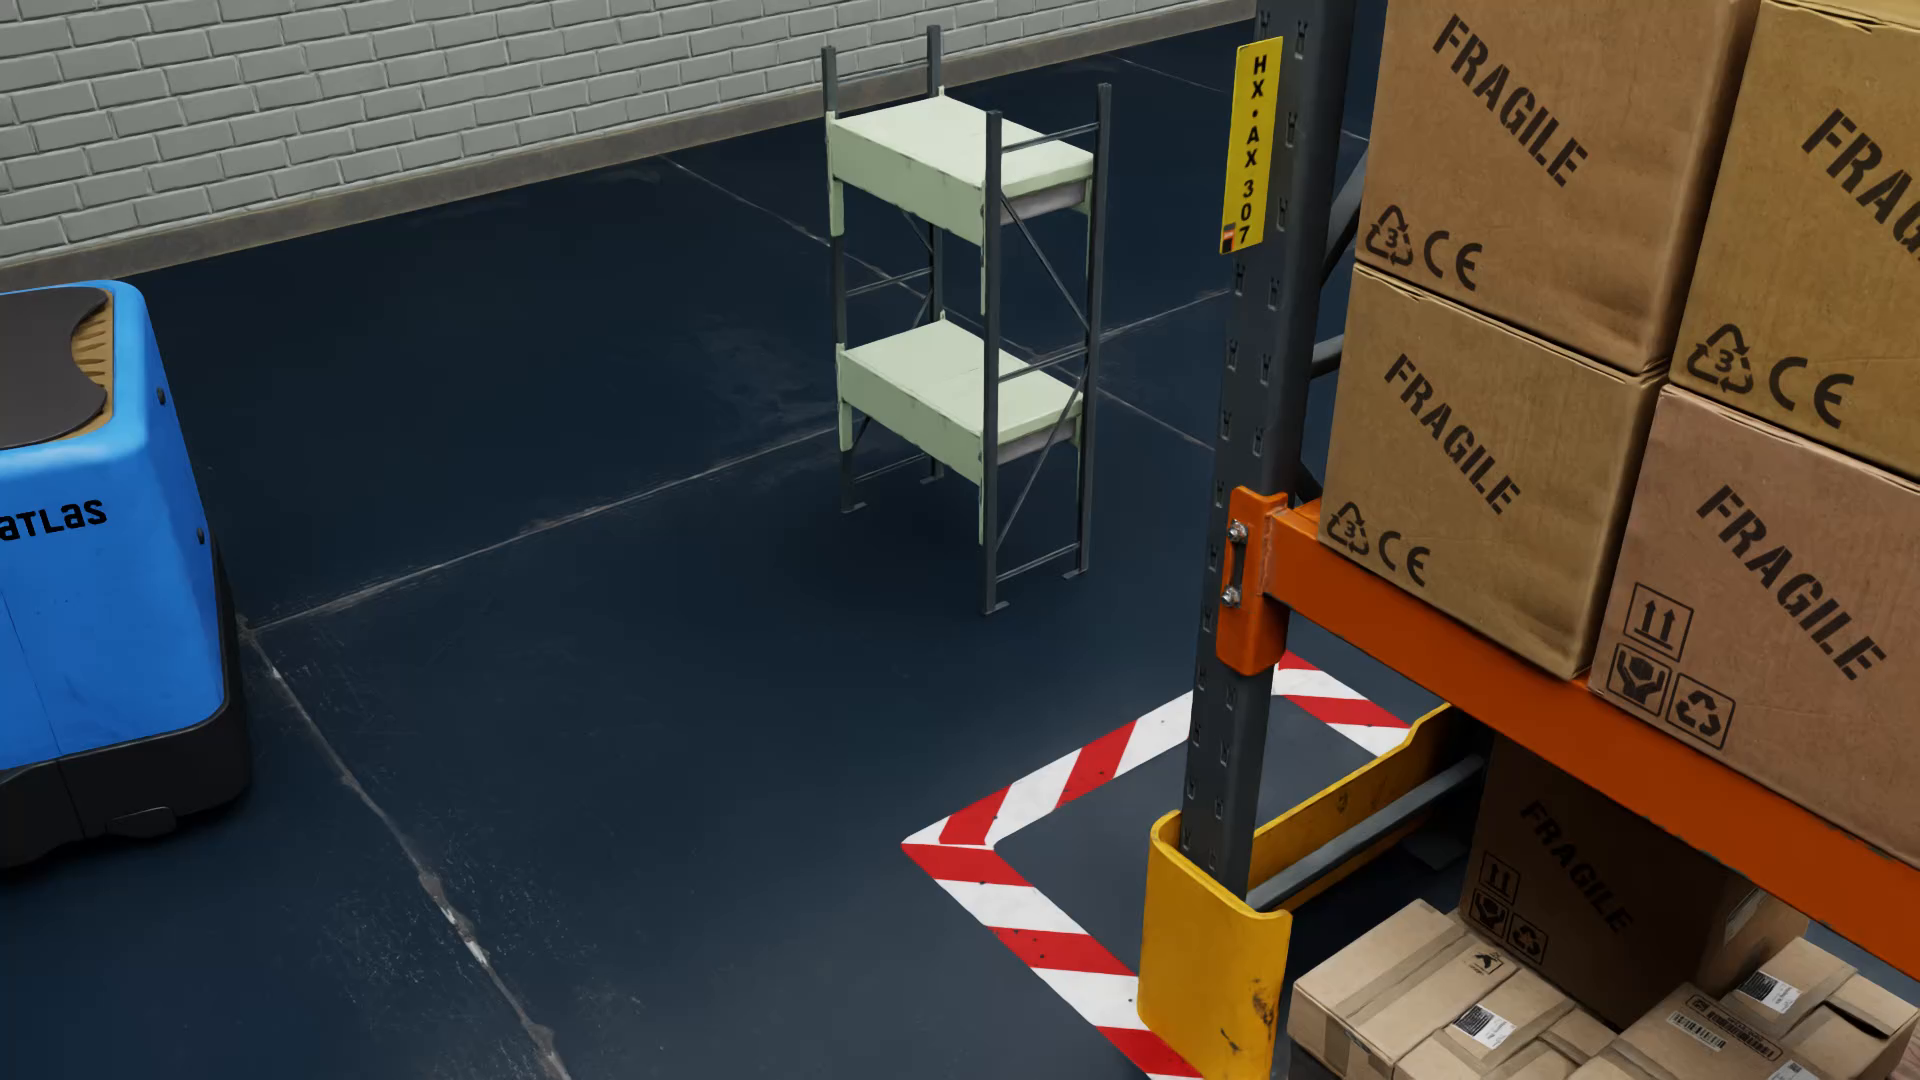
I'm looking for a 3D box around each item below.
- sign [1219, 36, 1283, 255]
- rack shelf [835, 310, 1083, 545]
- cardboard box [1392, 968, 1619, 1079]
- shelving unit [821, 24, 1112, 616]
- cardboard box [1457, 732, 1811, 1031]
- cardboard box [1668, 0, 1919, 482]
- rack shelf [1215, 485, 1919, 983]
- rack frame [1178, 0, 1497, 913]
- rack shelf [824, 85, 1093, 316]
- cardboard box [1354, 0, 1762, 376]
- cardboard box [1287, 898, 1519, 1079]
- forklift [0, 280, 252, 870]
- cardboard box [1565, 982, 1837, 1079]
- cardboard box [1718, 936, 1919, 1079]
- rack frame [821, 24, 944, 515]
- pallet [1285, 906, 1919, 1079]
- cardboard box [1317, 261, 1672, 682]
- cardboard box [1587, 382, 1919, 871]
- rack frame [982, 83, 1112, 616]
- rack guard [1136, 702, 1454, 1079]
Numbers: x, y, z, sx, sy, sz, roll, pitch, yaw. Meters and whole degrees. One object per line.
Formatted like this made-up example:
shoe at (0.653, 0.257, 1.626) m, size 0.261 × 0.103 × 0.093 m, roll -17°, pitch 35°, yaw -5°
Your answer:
sign at (0.449, -0.603, 2.557) m, size 0.100 × 0.325 × 0.005 m, roll -22°, pitch 38°, yaw -31°
rack shelf at (0.004, -0.357, 5.022) m, size 0.431 × 0.370 × 0.720 m, roll -22°, pitch 38°, yaw -31°
cardboard box at (1.016, 0.996, 3.072) m, size 0.380 × 0.166 × 0.250 m, roll -22°, pitch 38°, yaw -31°
shelving unit at (0.004, -0.634, 4.850) m, size 0.431 × 1.500 × 0.755 m, roll -22°, pitch 38°, yaw -31°
cardboard box at (1.406, 0.611, 3.375) m, size 0.500 × 0.500 × 0.500 m, roll -22°, pitch 38°, yaw -31°
cardboard box at (1.268, -0.392, 1.996) m, size 0.500 × 0.500 × 0.500 m, roll -22°, pitch 38°, yaw -31°
rack shelf at (2.104, 0.728, 1.916) m, size 1.077 × 0.370 × 4.000 m, roll -22°, pitch 38°, yaw -31°
rack frame at (0.878, -0.411, 3.068) m, size 1.000 × 3.000 × 0.127 m, roll -22°, pitch 38°, yaw -31°
rack shelf at (0.004, -0.966, 4.644) m, size 0.431 × 0.370 × 0.720 m, roll -22°, pitch 38°, yaw -31°
cardboard box at (0.941, -0.608, 2.343) m, size 0.500 × 0.500 × 0.500 m, roll -21°, pitch 38°, yaw -30°
cardboard box at (0.863, 0.899, 3.244) m, size 0.380 × 0.149 × 0.250 m, roll -22°, pitch 38°, yaw -31°
forklift at (-3.334, -0.487, 3.257) m, size 3.031 × 2.935 × 1.130 m, roll -13°, pitch 34°, yaw -20°
cardboard box at (1.294, 1.097, 2.829) m, size 0.500 × 0.250 × 0.500 m, roll -22°, pitch 38°, yaw -31°
cardboard box at (1.583, 0.951, 3.145) m, size 0.380 × 0.166 × 0.250 m, roll -22°, pitch 38°, yaw -31°
rack frame at (-0.220, -0.787, 5.095) m, size 0.400 × 1.500 × 0.023 m, roll -22°, pitch 38°, yaw -31°
pallet at (1.414, 1.138, 3.219) m, size 1.003 × 0.211 × 1.213 m, roll -22°, pitch 38°, yaw -31°
cardboard box at (0.941, -0.183, 2.607) m, size 0.500 × 0.500 × 0.500 m, roll -21°, pitch 38°, yaw -30°
cardboard box at (1.262, 0.030, 2.263) m, size 0.500 × 0.500 × 0.500 m, roll -23°, pitch 38°, yaw -32°
rack frame at (0.229, -0.482, 4.604) m, size 0.400 × 1.500 × 0.023 m, roll -22°, pitch 38°, yaw -31°
rack guard at (0.924, 0.683, 3.677) m, size 1.175 × 0.500 × 0.348 m, roll -22°, pitch 38°, yaw -31°
